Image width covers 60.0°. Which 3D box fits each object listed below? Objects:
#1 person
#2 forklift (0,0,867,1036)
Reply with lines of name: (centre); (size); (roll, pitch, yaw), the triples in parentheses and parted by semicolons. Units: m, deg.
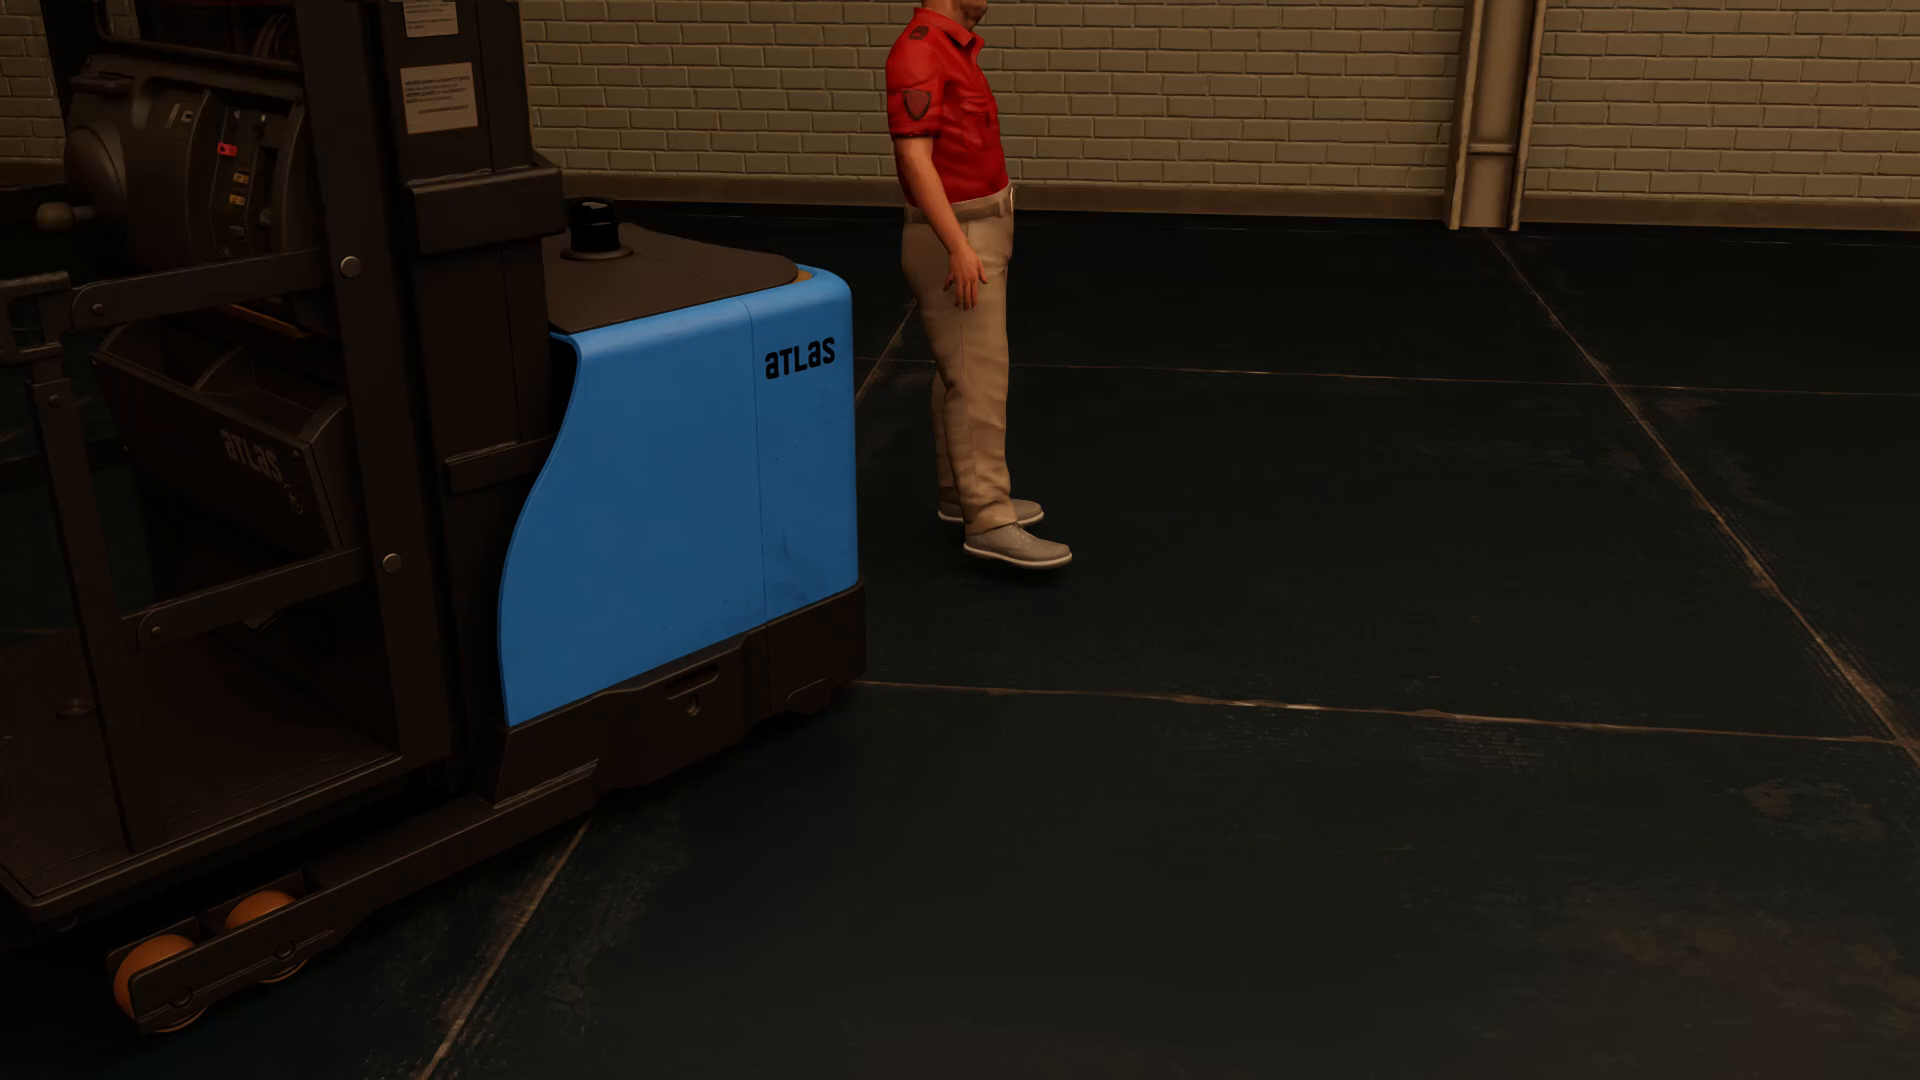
person: (0.087, -0.837, 4.815); (0.551, 1.727, 0.640); (3, 22, 7)
forklift: (-1.602, -0.692, 2.972); (1.130, 2.935, 3.031); (19, 29, 39)
